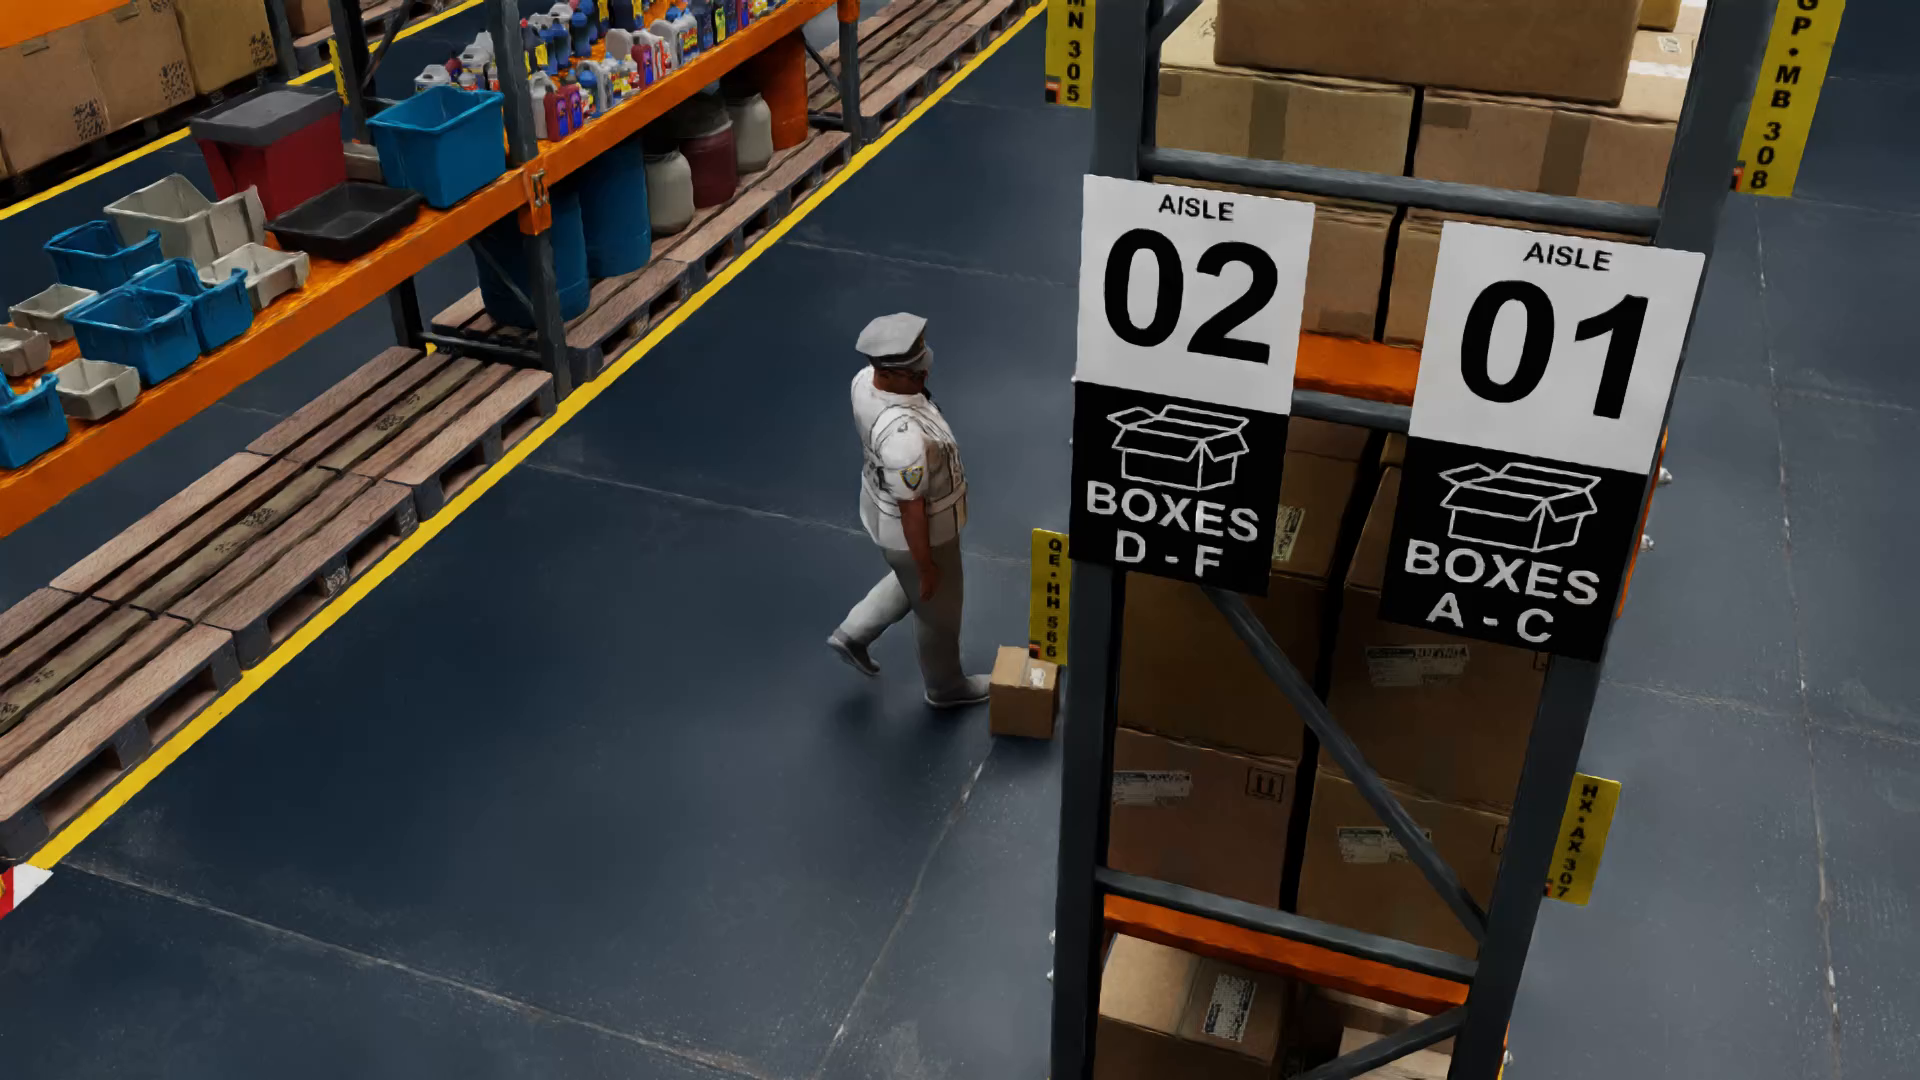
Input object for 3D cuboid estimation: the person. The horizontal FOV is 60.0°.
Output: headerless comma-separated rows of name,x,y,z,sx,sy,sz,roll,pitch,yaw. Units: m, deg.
person,-0.161,-0.062,6.242,0.683,1.753,0.585,-11,35,-16
